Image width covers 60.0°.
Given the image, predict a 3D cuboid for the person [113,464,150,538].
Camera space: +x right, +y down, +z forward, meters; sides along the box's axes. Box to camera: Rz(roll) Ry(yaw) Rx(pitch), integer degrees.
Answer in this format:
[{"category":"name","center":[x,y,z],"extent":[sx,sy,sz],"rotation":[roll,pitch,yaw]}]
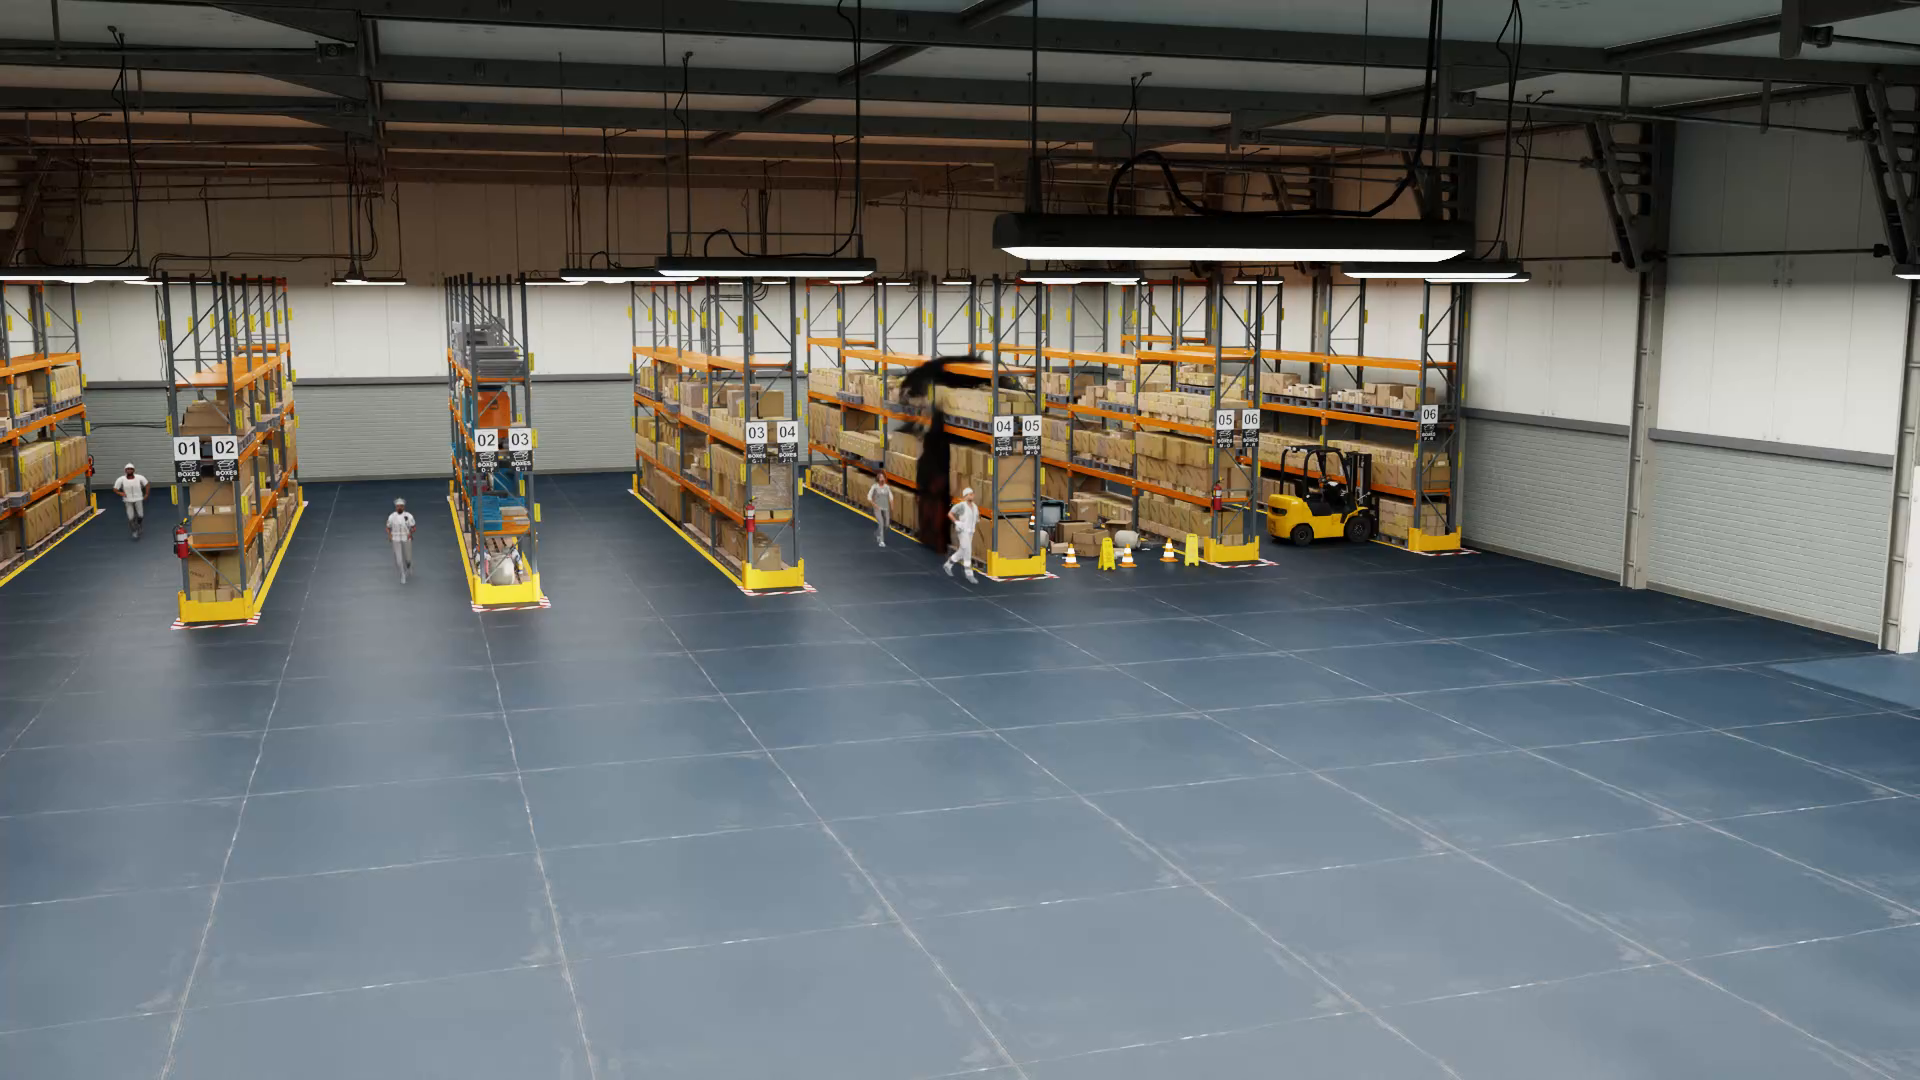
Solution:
[{"category":"person","center":[-19.028,-0.898,38.258],"extent":[0.770,1.721,0.526],"rotation":[-5,10,-30]}]

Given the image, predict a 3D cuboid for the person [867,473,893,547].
[{"category":"person","center":[-1.690,-0.653,35.271],"extent":[0.583,1.562,0.525],"rotation":[-4,10,-26]}]

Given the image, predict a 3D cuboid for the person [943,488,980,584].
[{"category":"person","center":[0.112,-0.118,32.488],"extent":[0.908,1.810,0.682],"rotation":[7,11,38]}]

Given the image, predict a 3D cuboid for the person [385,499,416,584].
[{"category":"person","center":[-10.950,0.003,32.583],"extent":[0.576,1.652,0.592],"rotation":[-3,9,-16]}]
